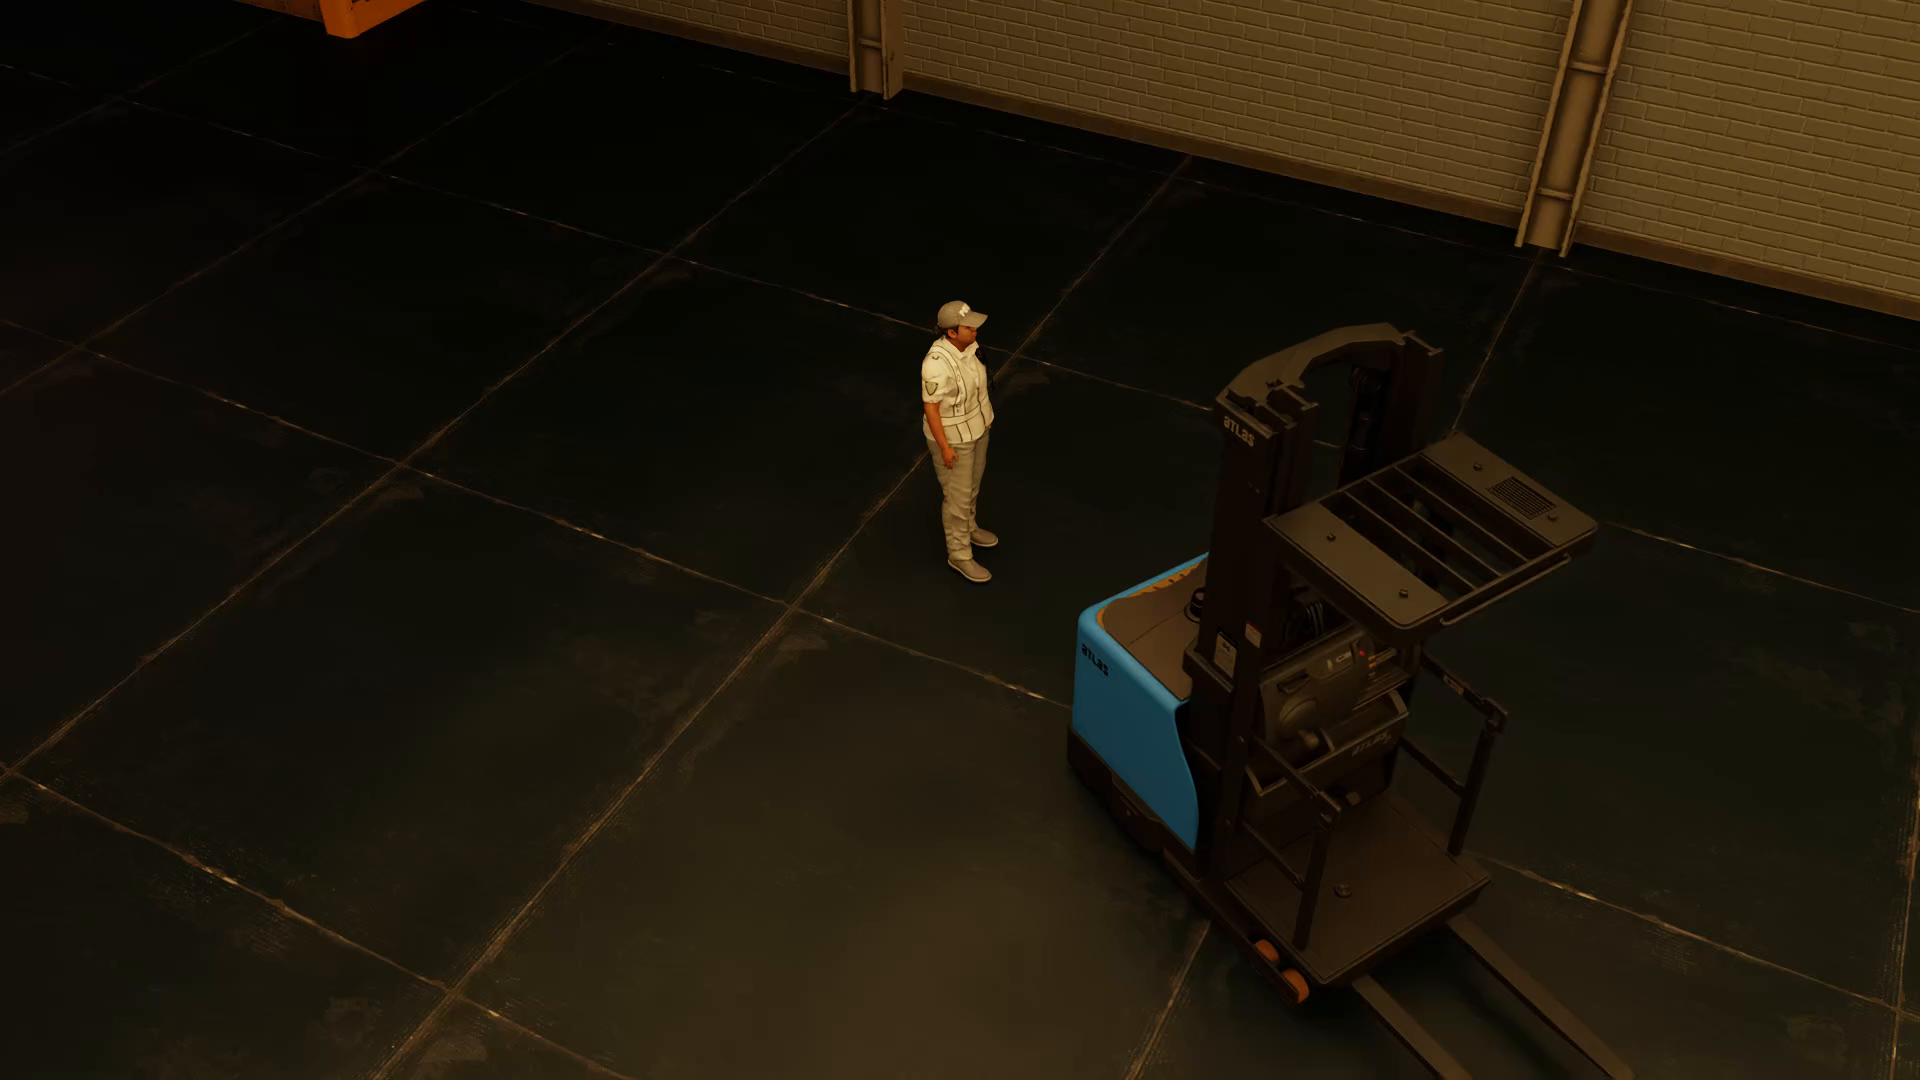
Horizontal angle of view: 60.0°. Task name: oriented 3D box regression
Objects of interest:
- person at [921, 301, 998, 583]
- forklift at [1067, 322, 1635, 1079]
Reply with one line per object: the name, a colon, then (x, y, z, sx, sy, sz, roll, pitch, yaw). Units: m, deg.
person: (0.058, -0.608, 9.678, 0.529, 1.670, 0.599, 18, 43, 21)
forklift: (1.797, 0.676, 7.183, 1.130, 2.935, 3.031, -23, 45, -25)
